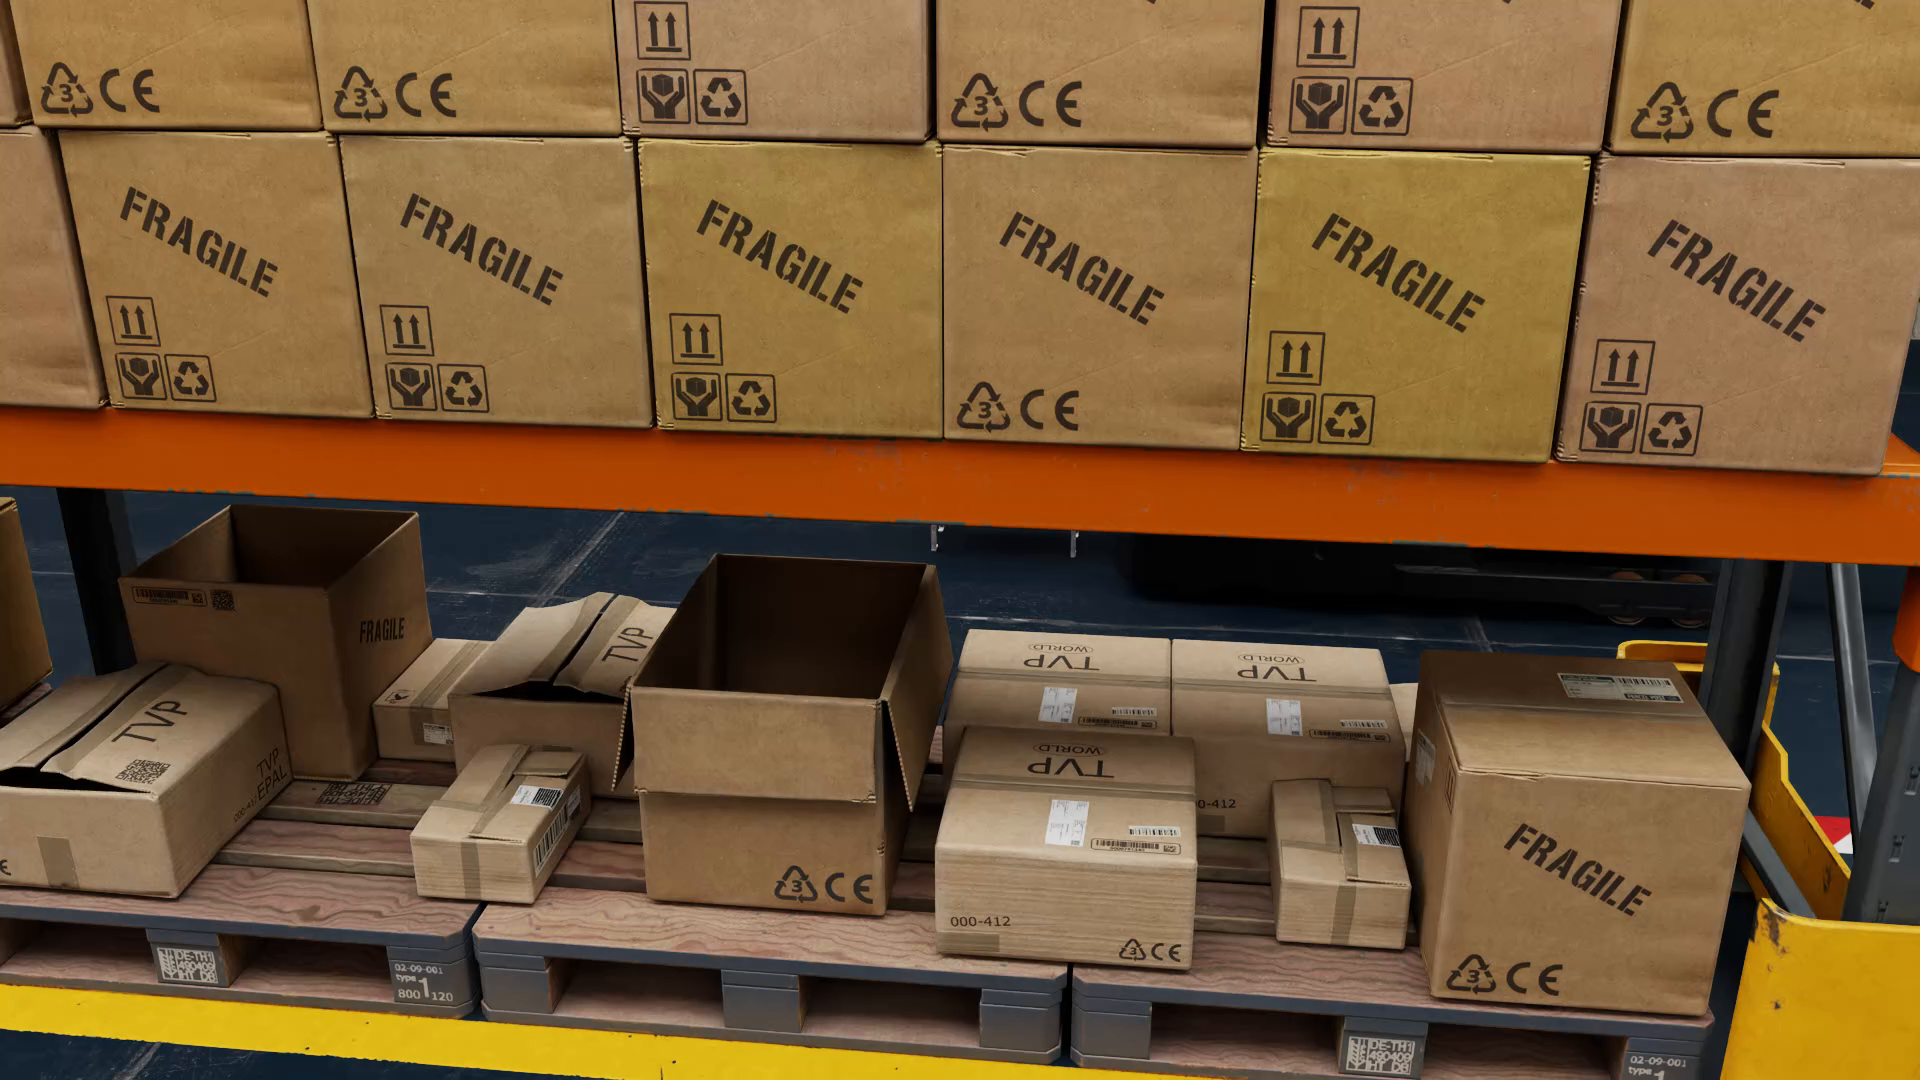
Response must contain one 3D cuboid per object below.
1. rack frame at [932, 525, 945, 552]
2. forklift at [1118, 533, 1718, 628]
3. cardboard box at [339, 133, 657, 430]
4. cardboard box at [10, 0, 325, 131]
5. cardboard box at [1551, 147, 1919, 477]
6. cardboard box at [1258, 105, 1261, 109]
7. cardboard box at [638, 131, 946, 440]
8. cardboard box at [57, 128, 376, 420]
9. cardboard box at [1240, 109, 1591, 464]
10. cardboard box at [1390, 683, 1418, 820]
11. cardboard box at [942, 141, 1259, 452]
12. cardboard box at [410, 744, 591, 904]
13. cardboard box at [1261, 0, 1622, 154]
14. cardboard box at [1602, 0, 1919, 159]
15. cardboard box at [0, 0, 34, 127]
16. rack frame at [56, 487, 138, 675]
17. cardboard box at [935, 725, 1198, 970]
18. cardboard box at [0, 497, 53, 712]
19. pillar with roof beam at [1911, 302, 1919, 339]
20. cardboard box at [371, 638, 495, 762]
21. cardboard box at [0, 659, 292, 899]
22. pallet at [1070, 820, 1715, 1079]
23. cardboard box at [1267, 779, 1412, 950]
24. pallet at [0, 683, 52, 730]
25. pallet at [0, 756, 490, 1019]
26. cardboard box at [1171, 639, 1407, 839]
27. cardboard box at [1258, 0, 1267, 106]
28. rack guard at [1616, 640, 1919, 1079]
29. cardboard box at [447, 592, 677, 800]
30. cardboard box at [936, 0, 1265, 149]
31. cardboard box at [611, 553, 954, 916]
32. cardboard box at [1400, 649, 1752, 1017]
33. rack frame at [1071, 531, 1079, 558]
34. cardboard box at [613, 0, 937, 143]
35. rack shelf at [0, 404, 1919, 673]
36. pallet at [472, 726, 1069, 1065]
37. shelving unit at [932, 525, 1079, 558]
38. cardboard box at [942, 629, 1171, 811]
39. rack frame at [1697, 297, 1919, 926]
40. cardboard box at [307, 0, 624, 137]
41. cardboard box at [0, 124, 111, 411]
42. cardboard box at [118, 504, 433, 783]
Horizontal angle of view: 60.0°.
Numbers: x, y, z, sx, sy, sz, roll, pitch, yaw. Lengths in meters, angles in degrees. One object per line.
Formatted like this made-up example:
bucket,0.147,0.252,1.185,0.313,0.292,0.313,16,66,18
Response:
rack frame,-0.078,-0.561,5.728,0.015,1.200,0.240,2,22,6
forklift,2.079,-1.292,5.222,3.031,2.935,1.130,2,22,6
cardboard box,-0.755,-0.523,3.047,0.500,0.500,0.500,2,22,6
cardboard box,-1.287,-1.008,2.913,0.500,0.500,0.500,2,22,5
cardboard box,1.261,-0.435,2.824,0.500,0.500,0.500,3,22,8
cardboard box,0.815,-0.651,3.370,0.500,0.500,0.500,2,22,6
cardboard box,-0.250,-0.502,2.993,0.500,0.500,0.500,2,22,6
cardboard box,-1.252,-0.546,3.104,0.500,0.500,0.500,3,22,7
cardboard box,0.745,-0.456,2.878,0.500,0.500,0.500,3,22,7
cardboard box,1.114,0.490,3.876,0.250,0.166,0.380,2,22,6
cardboard box,0.250,-0.480,2.937,0.500,0.500,0.500,3,22,7
cardboard box,-0.983,0.602,3.592,0.250,0.166,0.380,2,22,6
cardboard box,0.761,-0.920,2.692,0.500,0.500,0.500,3,22,8
cardboard box,1.263,-0.899,2.637,0.500,0.500,0.500,2,22,6
cardboard box,-1.800,-1.030,2.969,0.500,0.500,0.500,3,22,8
rack frame,-2.235,-0.642,3.483,0.127,3.000,1.000,2,22,6
cardboard box,0.229,0.620,3.433,0.500,0.250,0.500,2,22,6
cardboard box,-2.686,0.206,4.139,0.500,0.500,0.500,2,22,4
pillar with roof beam,4.593,-3.694,3.045,0.400,9.000,9.100,2,22,6
cardboard box,-1.256,0.395,4.140,0.250,0.149,0.380,2,22,6
cardboard box,-1.843,0.501,3.650,0.500,0.311,0.500,2,22,6
pallet,0.870,0.791,3.652,1.213,0.211,1.003,2,22,6
cardboard box,0.777,0.661,3.444,0.250,0.166,0.380,2,22,6
pallet,-3.047,0.634,4.050,1.213,0.211,1.003,2,22,6
pallet,-1.553,0.685,3.919,1.213,0.211,1.003,2,22,6
cardboard box,0.734,0.457,3.846,0.500,0.250,0.500,2,22,6
cardboard box,0.808,-1.115,3.185,0.500,0.500,0.500,3,22,7
rack guard,1.662,0.691,3.513,0.348,0.500,1.175,2,22,6
cardboard box,-0.891,0.358,4.014,0.500,0.311,0.500,2,22,6
cardboard box,0.246,-0.941,2.744,0.500,0.500,0.500,3,22,8
cardboard box,-0.368,0.394,3.660,0.637,0.503,0.797,2,22,6
cardboard box,1.169,0.556,3.256,0.500,0.500,0.500,2,22,6
rack frame,0.407,-0.540,5.674,0.015,1.200,0.240,2,22,6
cardboard box,-0.264,-0.963,2.801,0.500,0.500,0.500,3,22,8
rack shelf,-0.249,-0.220,3.396,4.000,0.370,1.077,2,22,6
pallet,-0.338,0.737,3.788,1.213,0.211,1.003,2,22,6
shelving unit,0.164,-0.551,5.701,0.503,1.200,0.258,2,22,6
cardboard box,0.238,0.435,3.901,0.500,0.250,0.500,2,22,6
rack frame,1.738,-0.468,3.045,0.127,3.000,1.000,2,22,6
cardboard box,-0.777,-0.985,2.856,0.500,0.500,0.500,2,22,5
cardboard box,-1.761,-0.567,3.157,0.500,0.500,0.500,3,22,8
cardboard box,-1.635,0.237,4.061,0.500,0.500,0.500,2,22,6
